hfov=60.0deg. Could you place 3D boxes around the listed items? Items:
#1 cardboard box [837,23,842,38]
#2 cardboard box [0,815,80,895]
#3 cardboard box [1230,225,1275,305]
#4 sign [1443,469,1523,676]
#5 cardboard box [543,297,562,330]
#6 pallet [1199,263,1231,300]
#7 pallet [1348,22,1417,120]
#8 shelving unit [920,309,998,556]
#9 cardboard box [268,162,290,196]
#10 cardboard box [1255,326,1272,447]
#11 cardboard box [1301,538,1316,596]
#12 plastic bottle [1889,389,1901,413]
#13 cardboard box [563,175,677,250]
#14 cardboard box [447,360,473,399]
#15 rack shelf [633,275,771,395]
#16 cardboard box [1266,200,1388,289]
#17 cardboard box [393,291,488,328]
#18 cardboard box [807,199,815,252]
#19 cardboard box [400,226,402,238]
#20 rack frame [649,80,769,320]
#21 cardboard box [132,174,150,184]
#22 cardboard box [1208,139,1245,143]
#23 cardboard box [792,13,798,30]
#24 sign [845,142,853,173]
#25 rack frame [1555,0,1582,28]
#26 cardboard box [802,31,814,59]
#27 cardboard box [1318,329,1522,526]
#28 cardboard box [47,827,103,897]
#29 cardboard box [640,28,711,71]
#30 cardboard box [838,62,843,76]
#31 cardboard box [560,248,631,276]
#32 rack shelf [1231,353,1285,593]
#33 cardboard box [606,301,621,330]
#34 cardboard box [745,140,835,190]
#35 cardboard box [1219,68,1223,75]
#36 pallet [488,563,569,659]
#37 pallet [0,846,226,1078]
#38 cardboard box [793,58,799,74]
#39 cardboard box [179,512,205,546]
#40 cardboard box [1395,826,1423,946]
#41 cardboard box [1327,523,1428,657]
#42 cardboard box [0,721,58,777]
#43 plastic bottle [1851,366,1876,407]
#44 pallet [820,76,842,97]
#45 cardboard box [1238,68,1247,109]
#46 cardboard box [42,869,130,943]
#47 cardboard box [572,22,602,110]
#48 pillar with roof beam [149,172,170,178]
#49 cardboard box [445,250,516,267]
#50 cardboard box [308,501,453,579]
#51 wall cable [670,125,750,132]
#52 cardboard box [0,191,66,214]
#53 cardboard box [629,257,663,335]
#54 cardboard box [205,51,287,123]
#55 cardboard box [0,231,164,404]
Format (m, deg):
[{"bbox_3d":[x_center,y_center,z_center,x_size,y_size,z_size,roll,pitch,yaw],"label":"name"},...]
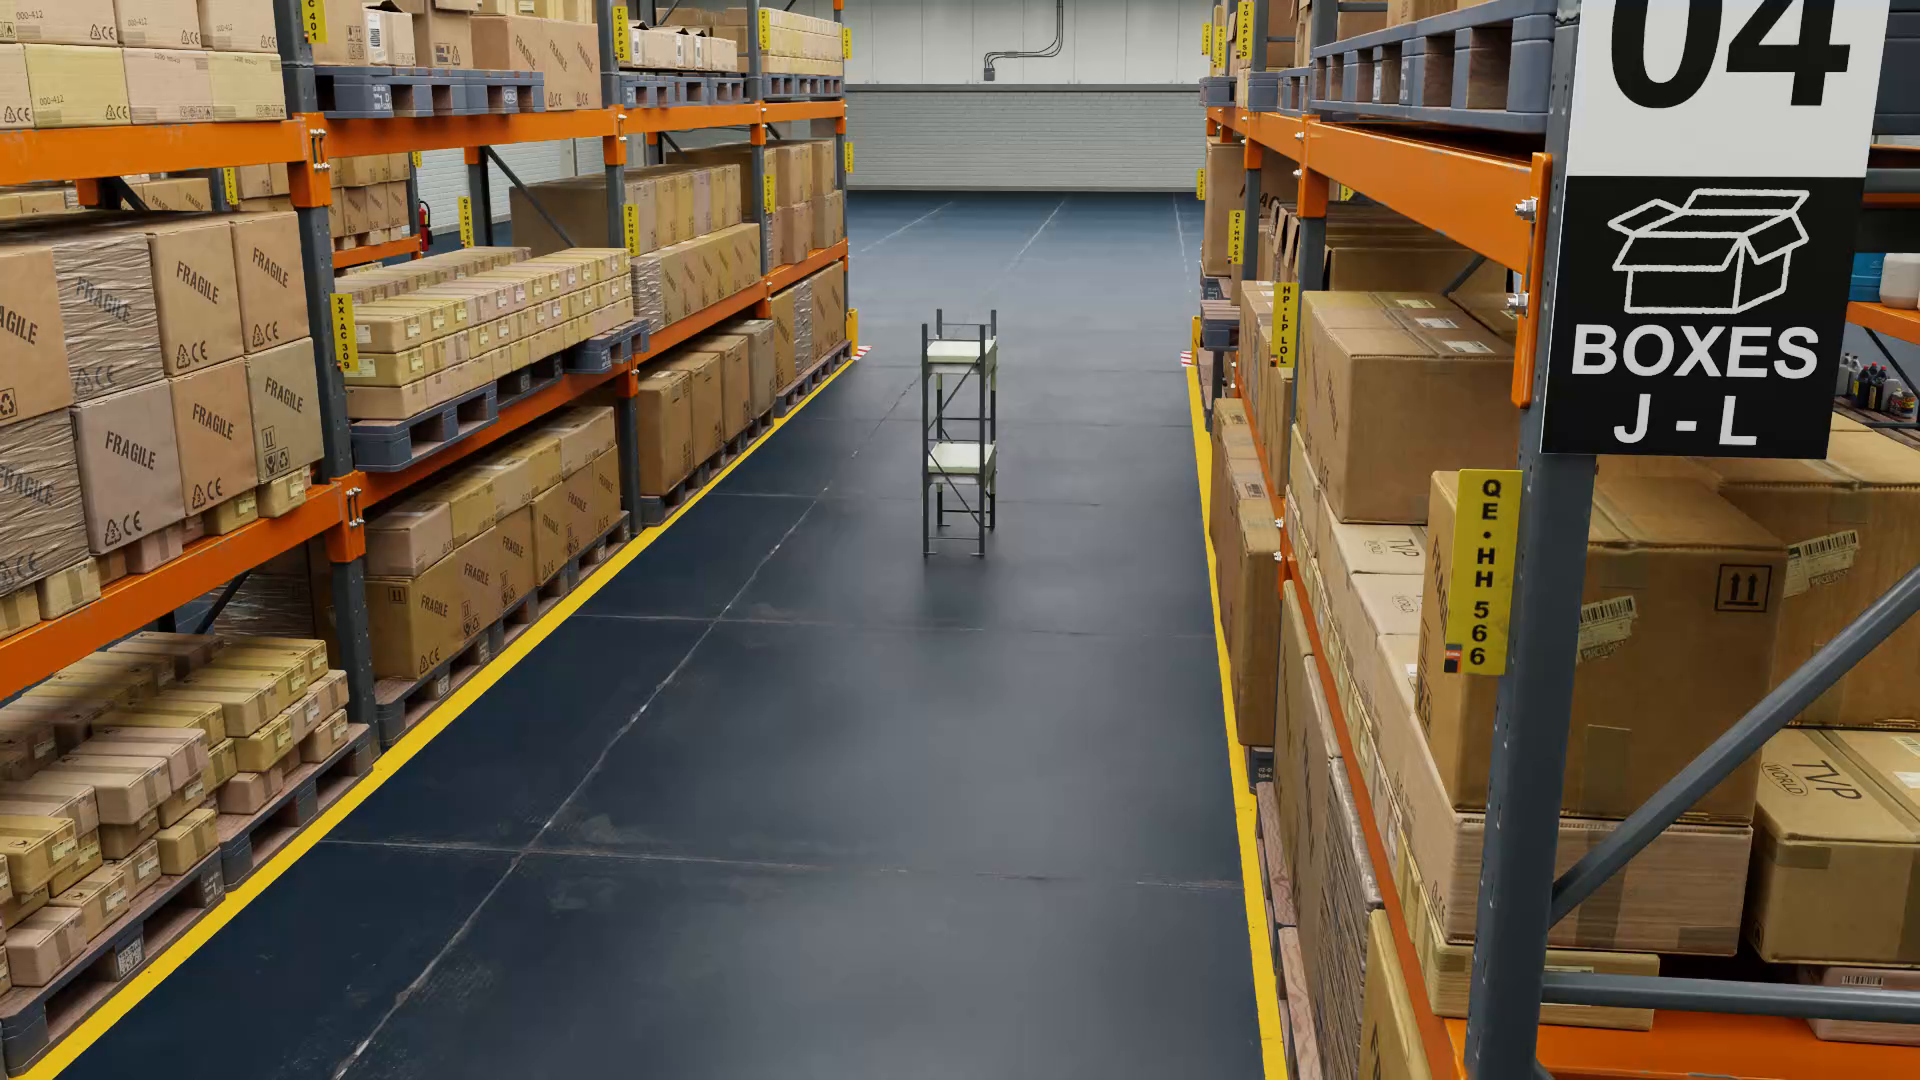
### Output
[{"bbox_3d":[-1.470,-5.443,17.754,0.380,0.149,0.250,2,15,7],"label":"cardboard box"},{"bbox_3d":[-3.049,0.991,5.268,0.380,0.149,0.250,2,15,7],"label":"cardboard box"},{"bbox_3d":[2.230,-1.870,11.335,0.700,0.500,0.500,4,16,15],"label":"cardboard box"},{"bbox_3d":[0.805,0.052,2.551,0.100,0.325,0.005,2,15,6],"label":"sign"},{"bbox_3d":[-2.418,-1.251,9.150,0.380,0.149,0.250,2,15,8],"label":"cardboard box"},{"bbox_3d":[2.466,-2.081,13.479,1.003,0.211,1.213,2,15,6],"label":"pallet"},{"bbox_3d":[1.551,-1.170,4.167,1.003,0.211,1.213,2,15,6],"label":"pallet"},{"bbox_3d":[0.001,-0.726,10.973,0.431,1.500,0.755,2,15,6],"label":"shelving unit"},{"bbox_3d":[-6.806,-3.573,15.954,0.700,0.500,0.500,2,15,7],"label":"cardboard box"},{"bbox_3d":[1.690,-0.734,7.939,0.500,0.500,0.500,2,15,6],"label":"cardboard box"},{"bbox_3d":[1.343,0.100,5.526,0.380,0.149,0.250,1,15,5],"label":"cardboard box"},{"bbox_3d":[8.112,-1.206,14.392,0.097,0.201,0.097,0,15,0],"label":"plastic bottle"},{"bbox_3d":[-2.500,-2.414,12.235,0.700,0.500,0.500,1,15,5],"label":"cardboard box"},{"bbox_3d":[-2.564,-0.772,7.946,0.380,0.149,0.250,2,15,7],"label":"cardboard box"},{"bbox_3d":[-2.446,-1.674,12.984,1.077,0.370,4.000,2,15,6],"label":"rack shelf"},{"bbox_3d":[2.147,-1.673,9.491,0.797,0.503,0.637,2,15,8],"label":"cardboard box"},{"bbox_3d":[-2.534,-1.126,8.116,0.380,0.149,0.250,1,15,6],"label":"cardboard box"},{"bbox_3d":[-1.994,-3.267,17.211,0.875,0.550,0.550,2,15,6],"label":"cardboard box"},{"bbox_3d":[-6.528,-3.472,18.738,0.380,0.149,0.250,2,15,8],"label":"cardboard box"},{"bbox_3d":[-2.220,-2.540,14.808,1.000,3.000,0.127,2,15,6],"label":"rack frame"},{"bbox_3d":[-7.043,-3.062,13.929,0.380,0.149,0.250,1,15,5],"label":"cardboard box"},{"bbox_3d":[2.697,-3.686,16.369,0.500,0.500,0.500,2,15,6],"label":"cardboard box"},{"bbox_3d":[-1.728,-4.851,15.568,0.380,0.149,0.250,2,15,7],"label":"cardboard box"},{"bbox_3d":[-1.231,-4.231,18.390,0.100,0.325,0.005,2,15,6],"label":"sign"},{"bbox_3d":[1.343,-2.151,1.878,1.000,3.000,0.127,2,15,6],"label":"rack frame"},{"bbox_3d":[-1.719,-4.822,16.222,0.500,0.250,0.500,2,15,7],"label":"cardboard box"},{"bbox_3d":[1.368,-0.347,4.978,0.500,0.500,0.500,1,15,4],"label":"cardboard box"},{"bbox_3d":[-3.131,1.062,5.574,0.380,0.149,0.250,2,15,9],"label":"cardboard box"},{"bbox_3d":[-2.200,-3.735,12.655,0.500,0.311,0.500,1,15,4],"label":"cardboard box"},{"bbox_3d":[-1.470,-5.059,17.862,0.380,0.149,0.250,2,15,6],"label":"cardboard box"},{"bbox_3d":[-2.271,-1.730,10.352,0.380,0.149,0.250,1,15,4],"label":"cardboard box"},{"bbox_3d":[2.020,-0.464,8.510,1.077,0.370,4.000,2,15,6],"label":"rack shelf"},{"bbox_3d":[-2.300,-1.378,10.188,0.380,0.149,0.250,2,15,6],"label":"cardboard box"},{"bbox_3d":[-1.849,-4.076,18.133,0.875,0.550,0.550,2,15,6],"label":"cardboard box"},{"bbox_3d":[2.515,-4.235,14.854,0.380,0.149,0.250,1,15,5],"label":"cardboard box"},{"bbox_3d":[-2.901,0.362,9.419,1.003,0.211,1.213,2,15,6],"label":"pallet"},{"bbox_3d":[-3.299,1.374,5.677,1.003,0.211,1.213,2,15,6],"label":"pallet"},{"bbox_3d":[-1.729,-4.466,15.670,0.380,0.149,0.250,1,15,5],"label":"cardboard box"},{"bbox_3d":[-3.030,-0.060,6.120,0.380,0.149,0.250,1,15,5],"label":"cardboard box"},{"bbox_3d":[1.083,0.697,3.321,0.380,0.149,0.250,2,15,7],"label":"cardboard box"},{"bbox_3d":[1.303,0.141,4.610,0.500,0.250,0.500,2,15,6],"label":"cardboard box"},{"bbox_3d":[-3.554,0.773,6.073,0.380,0.149,0.250,2,15,7],"label":"cardboard box"},{"bbox_3d":[7.978,-1.357,14.665,0.144,0.351,0.185,2,15,6],"label":"plastic bottle"},{"bbox_3d":[-1.842,-4.790,17.552,1.003,0.211,1.213,2,15,6],"label":"pallet"},{"bbox_3d":[2.098,-2.965,10.922,0.500,0.250,0.500,2,15,6],"label":"cardboard box"},{"bbox_3d":[-3.036,1.218,5.568,0.380,0.149,0.250,2,15,6],"label":"cardboard box"},{"bbox_3d":[-2.484,-2.843,9.992,0.500,0.500,0.500,2,15,6],"label":"cardboard box"},{"bbox_3d":[-7.651,-8.013,23.558,9.100,9.000,0.400,2,15,6],"label":"pillar with roof beam"},{"bbox_3d":[-2.944,-1.687,10.192,0.380,0.149,0.250,1,15,5],"label":"cardboard box"},{"bbox_3d":[-2.777,-0.007,7.988,0.500,0.250,0.500,1,15,4],"label":"cardboard box"},{"bbox_3d":[-7.574,-13.591,50.133,3.097,2.526,0.112,2,15,6],"label":"wall cable"},{"bbox_3d":[-7.216,-2.400,12.724,0.500,0.500,0.500,2,15,7],"label":"cardboard box"},{"bbox_3d":[-2.353,-1.659,11.360,0.500,0.500,0.500,2,15,7],"label":"cardboard box"},{"bbox_3d":[-2.910,-1.705,6.263,0.500,0.250,0.500,2,15,8],"label":"cardboard box"},{"bbox_3d":[-3.032,-0.743,5.486,0.500,0.500,0.500,2,15,8],"label":"cardboard box"}]
